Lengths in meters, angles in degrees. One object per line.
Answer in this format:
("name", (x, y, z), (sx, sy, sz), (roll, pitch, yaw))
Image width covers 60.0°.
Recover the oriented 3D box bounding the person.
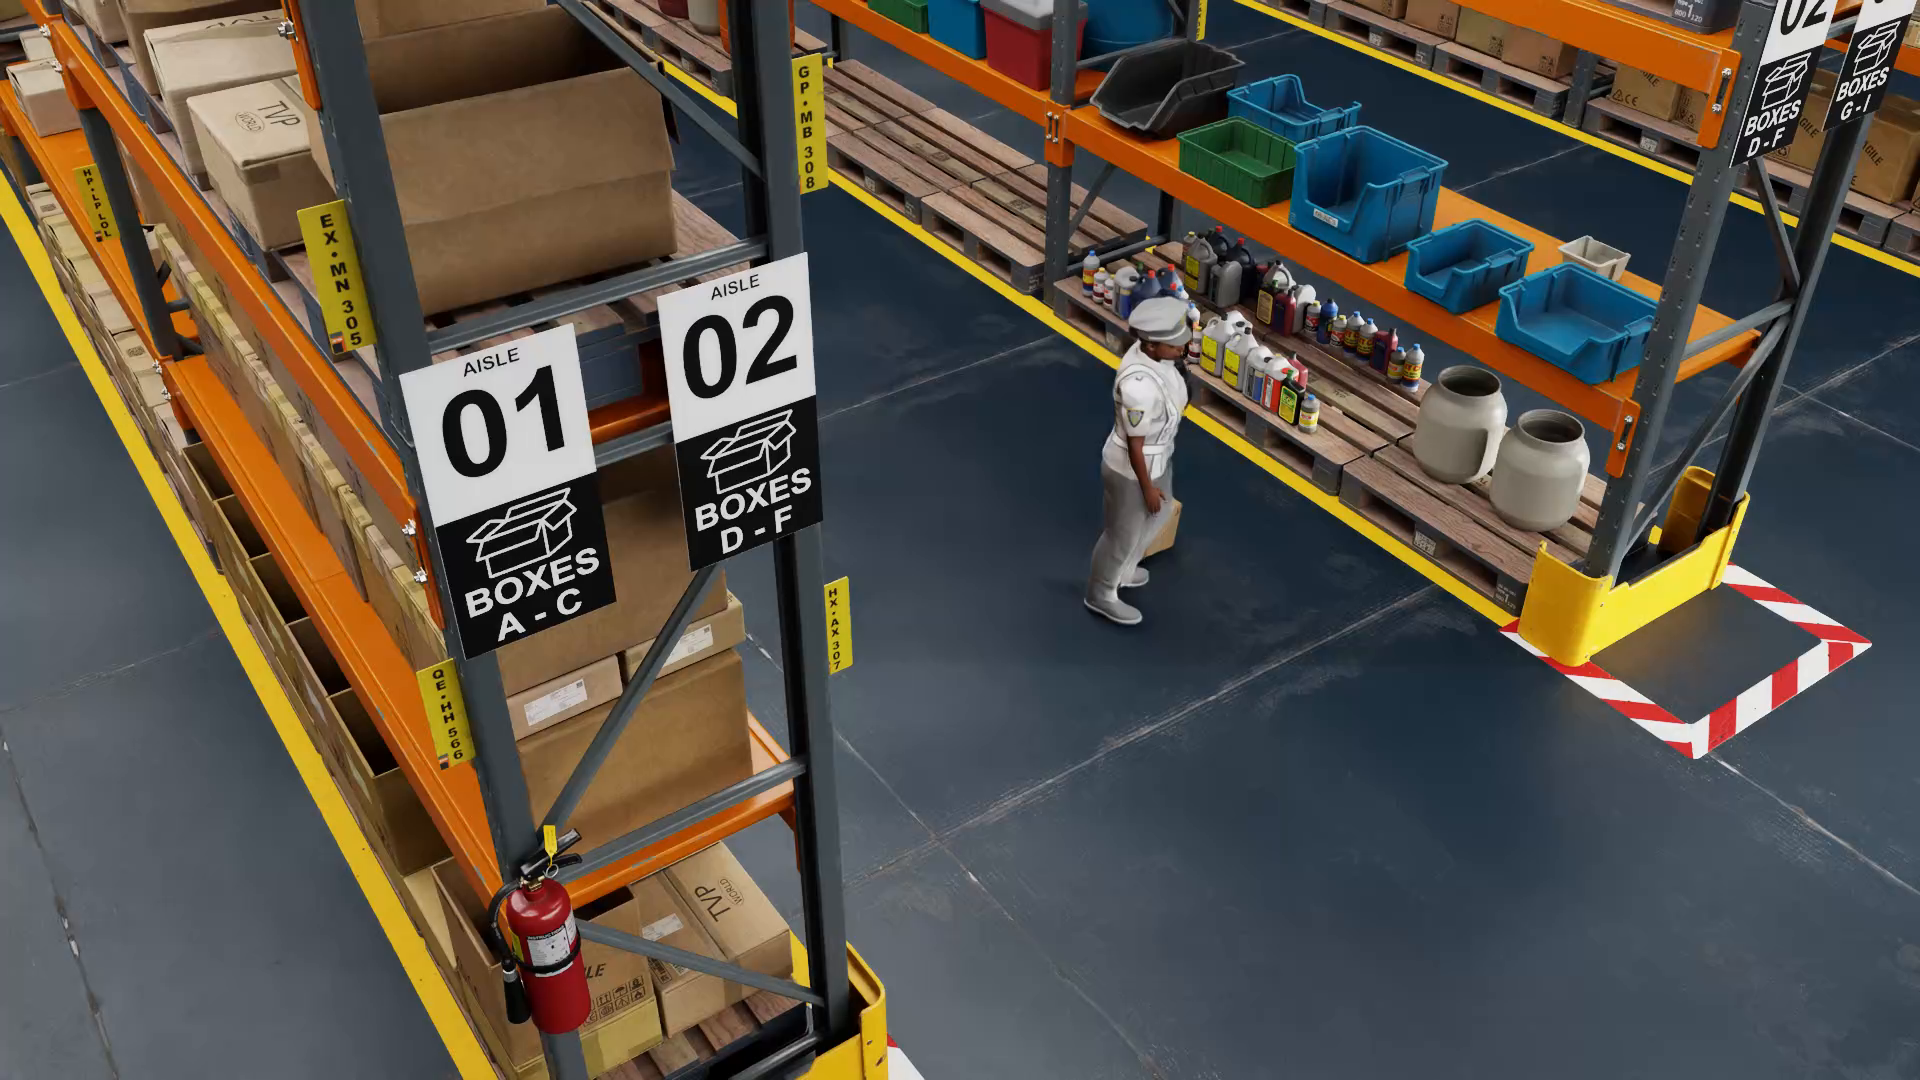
("person", (0.808, -0.358, 7.482), (0.392, 1.671, 0.523), (12, 38, 16))
